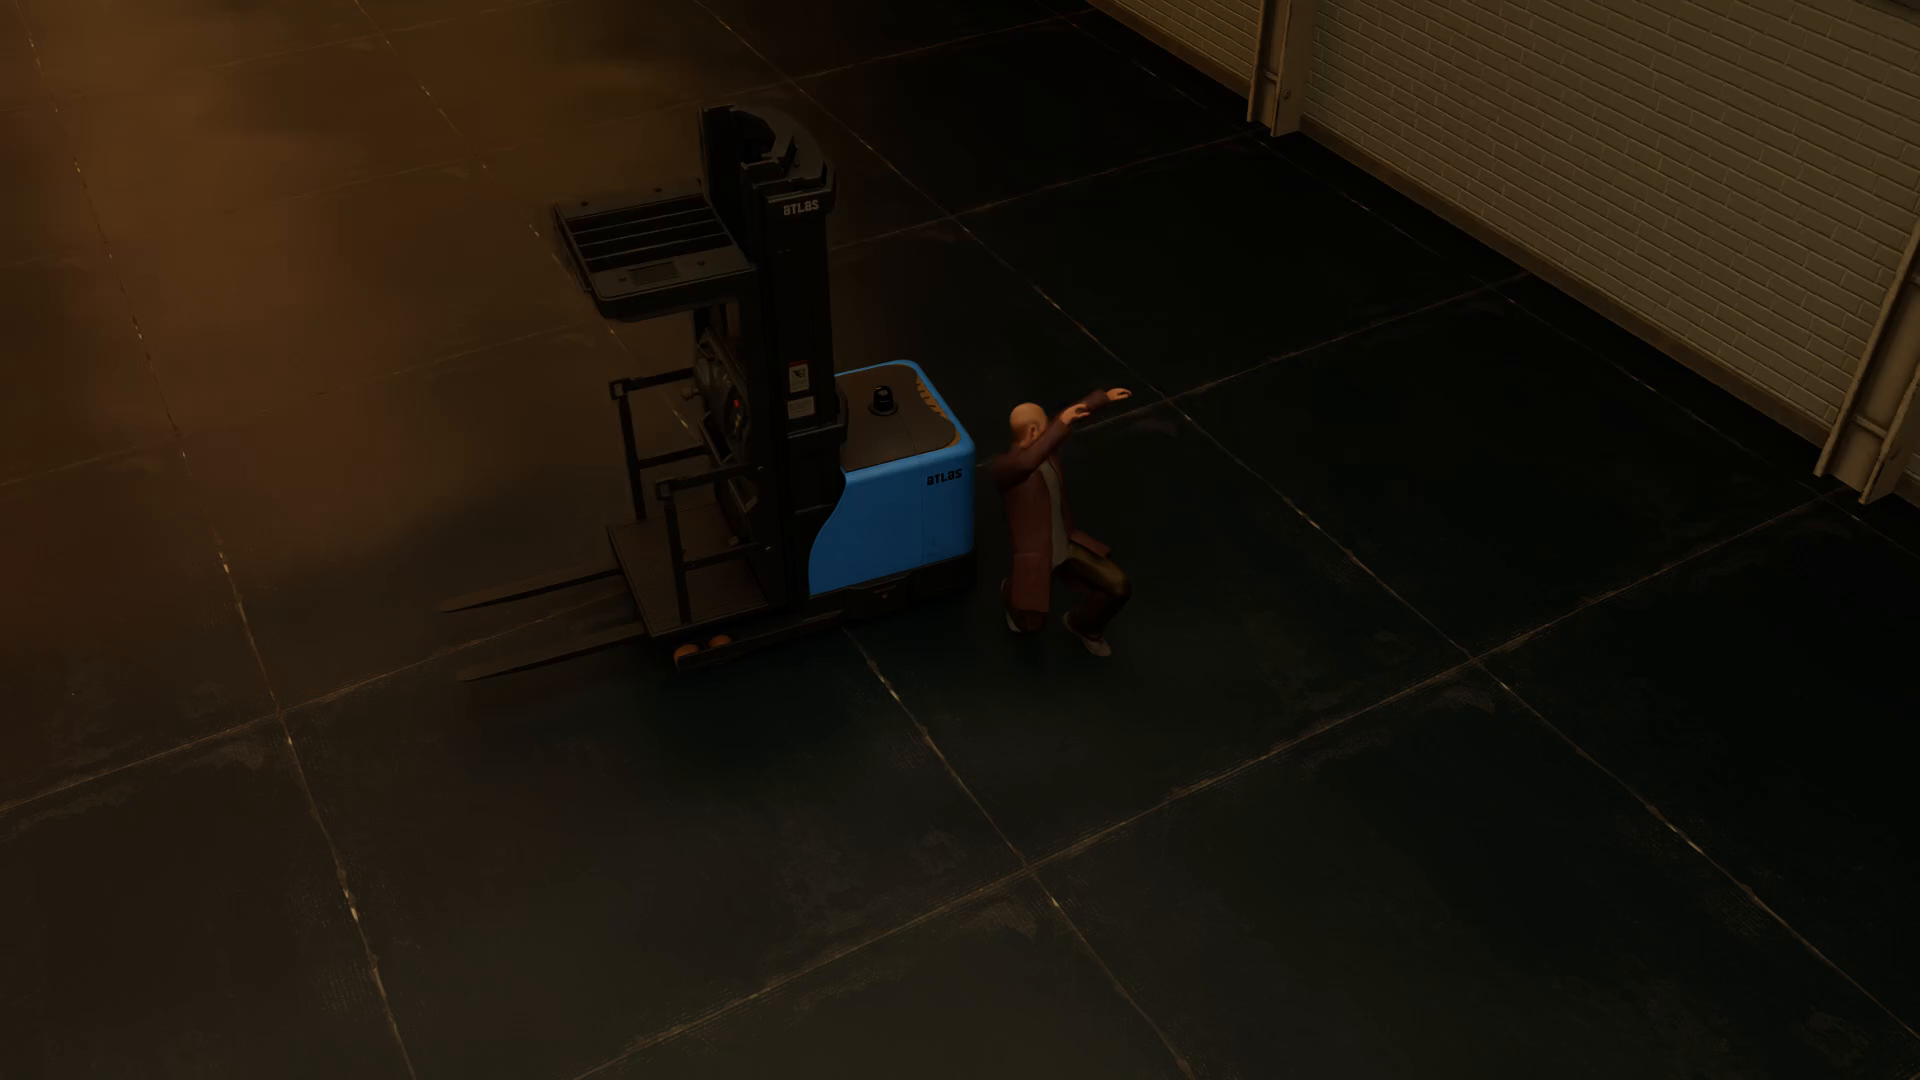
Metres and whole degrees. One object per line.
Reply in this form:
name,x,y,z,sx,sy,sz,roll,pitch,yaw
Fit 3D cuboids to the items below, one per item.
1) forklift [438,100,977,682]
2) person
forklift,-1.467,-0.758,8.950,3.031,2.935,1.130,-15,42,-17
person,0.721,-0.141,9.274,1.170,1.639,0.892,-28,47,-29
